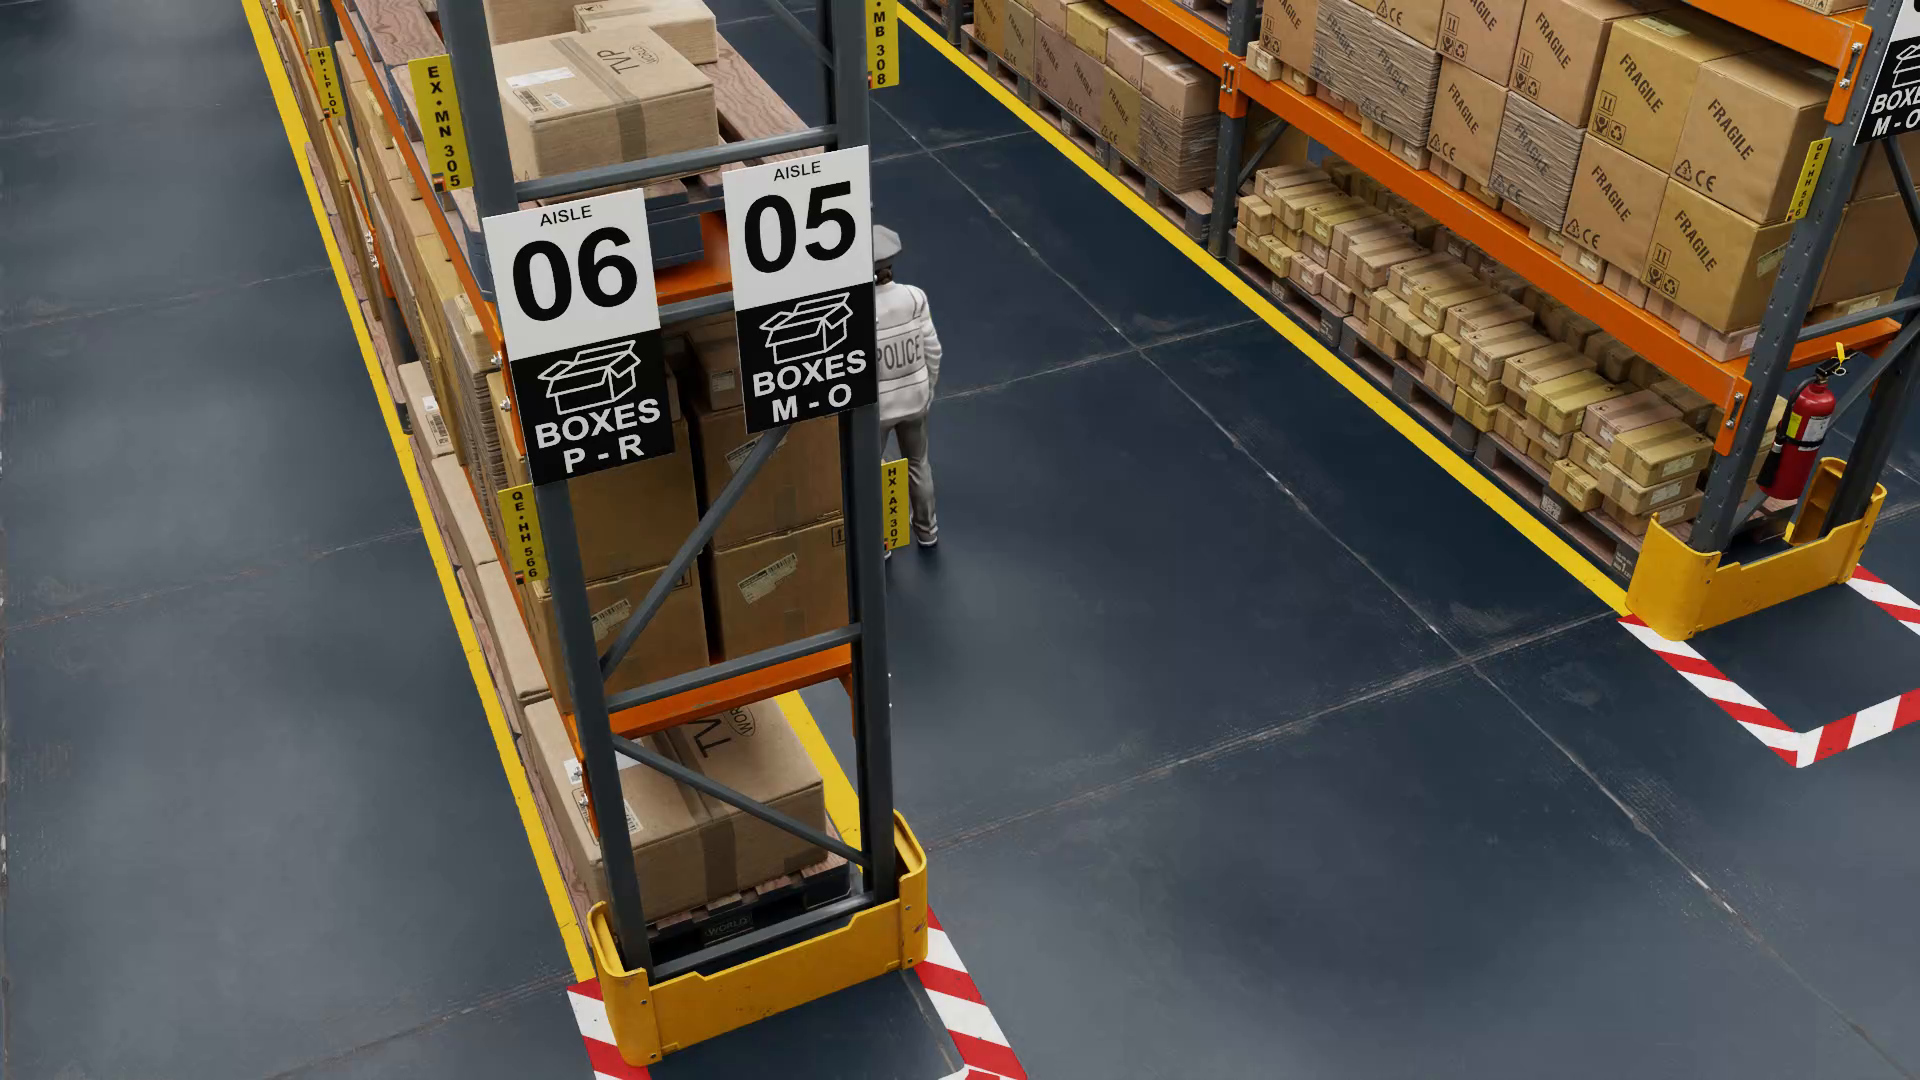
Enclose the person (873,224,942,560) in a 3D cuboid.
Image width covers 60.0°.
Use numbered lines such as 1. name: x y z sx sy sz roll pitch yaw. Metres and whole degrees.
1. person: -0.340 -0.638 7.682 0.542 1.665 0.373 -17 41 -21
